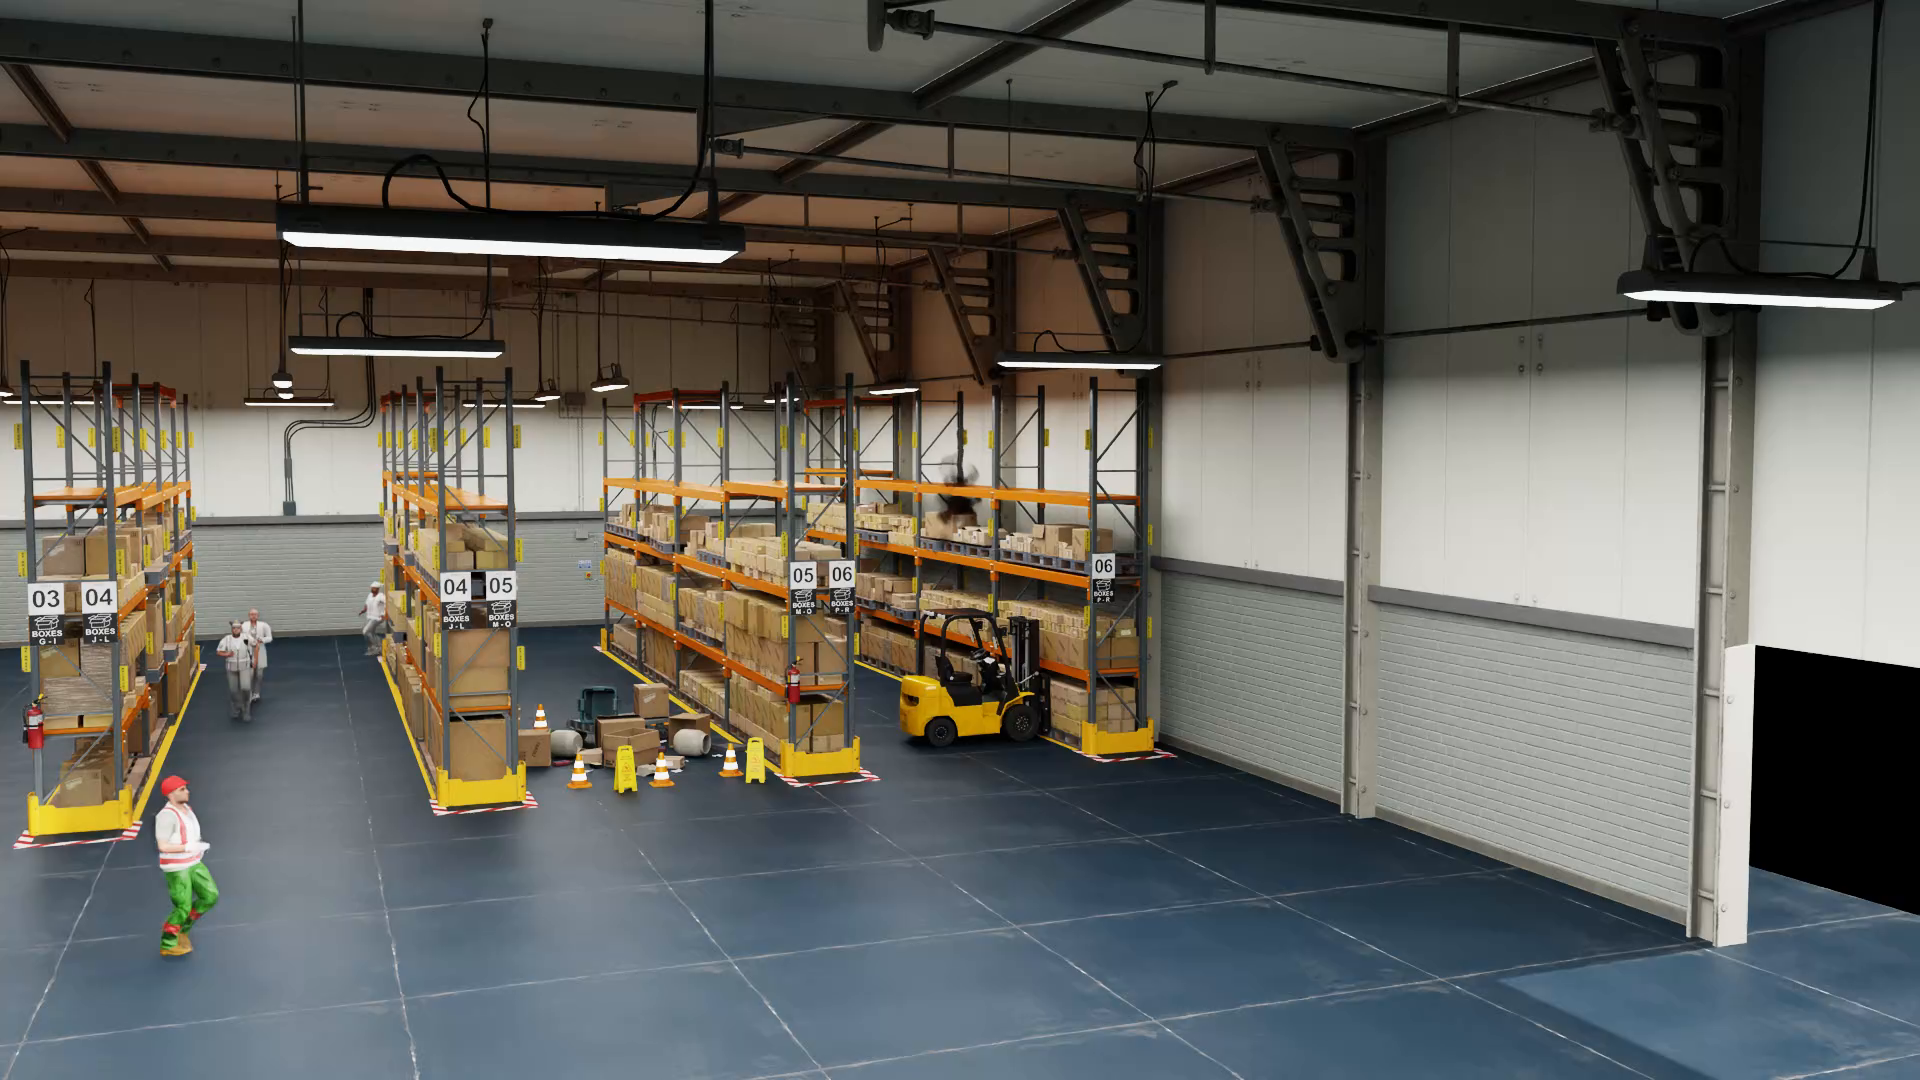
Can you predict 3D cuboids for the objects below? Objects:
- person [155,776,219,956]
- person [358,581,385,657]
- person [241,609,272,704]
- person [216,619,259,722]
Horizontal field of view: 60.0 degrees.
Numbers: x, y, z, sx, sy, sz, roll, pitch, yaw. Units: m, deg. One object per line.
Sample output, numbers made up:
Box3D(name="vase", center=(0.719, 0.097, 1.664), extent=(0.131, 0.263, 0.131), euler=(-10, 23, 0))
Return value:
Box3D(name="person", center=(-7.456, 3.144, 16.071), extent=(0.604, 1.750, 0.640), euler=(0, 3, 4))
Box3D(name="person", center=(-13.556, 1.831, 38.500), extent=(0.768, 1.758, 0.654), euler=(3, 4, 39))
Box3D(name="person", center=(-13.456, 2.215, 31.676), extent=(0.673, 1.800, 0.773), euler=(-2, 4, -30))
Box3D(name="person", center=(-12.909, 2.337, 29.723), extent=(0.682, 1.857, 0.780), euler=(-1, 4, -20))
